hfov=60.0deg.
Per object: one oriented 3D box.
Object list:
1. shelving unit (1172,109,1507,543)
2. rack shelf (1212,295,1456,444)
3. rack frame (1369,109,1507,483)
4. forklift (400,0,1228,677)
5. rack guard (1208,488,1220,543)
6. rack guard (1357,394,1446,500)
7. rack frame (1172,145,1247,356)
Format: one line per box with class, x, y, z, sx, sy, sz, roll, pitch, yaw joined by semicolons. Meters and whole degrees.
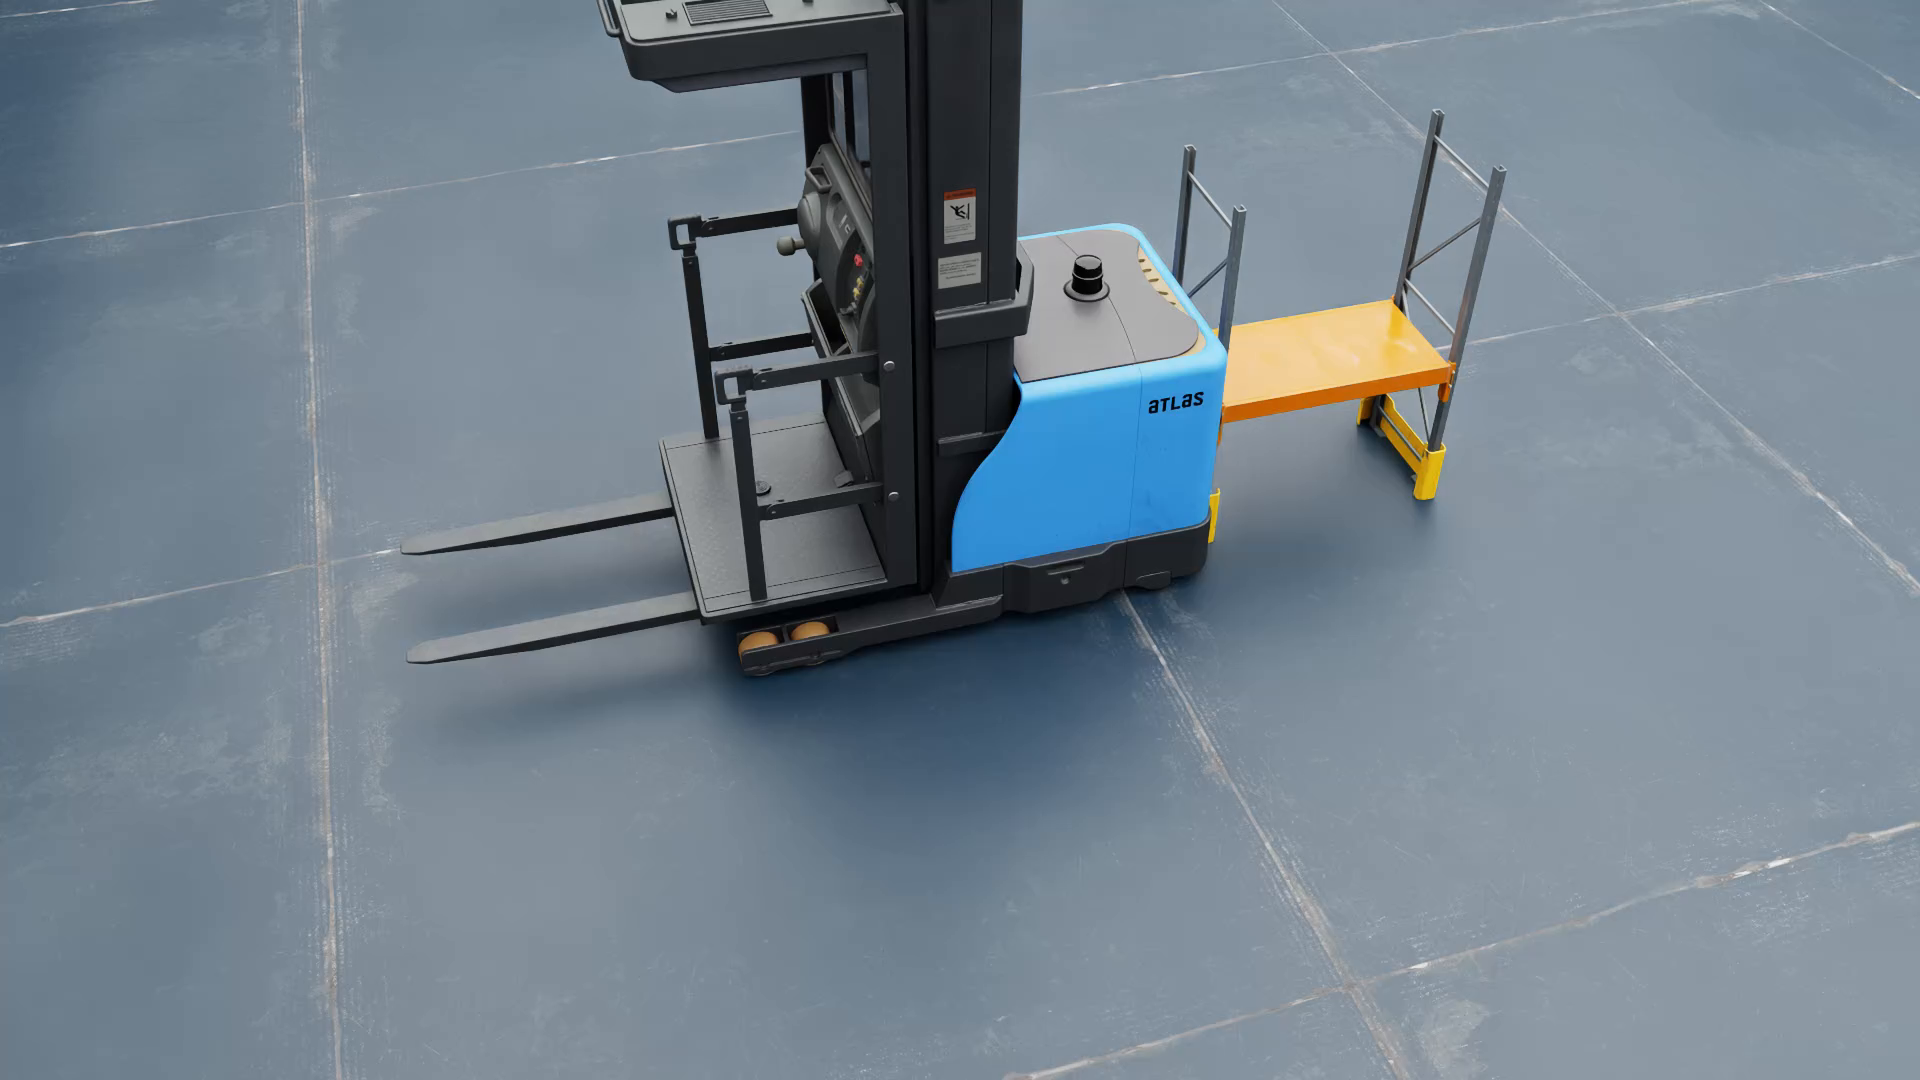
shelving unit;1.392;-0.828;6.558;1.083;1.500;0.587;-11;42;-12
rack shelf;1.401;-0.694;6.678;1.000;0.185;0.538;-11;42;-12
rack frame;1.888;-0.923;6.667;0.032;1.500;0.500;-11;42;-12
forklift;-0.606;-0.988;5.654;3.031;2.935;1.130;-11;42;-12
rack guard;0.914;-0.265;6.863;0.087;0.250;0.587;-11;42;-12
rack guard;1.870;-0.449;7.074;0.087;0.250;0.587;-11;42;-12
rack frame;0.913;-0.736;6.452;0.032;1.500;0.500;-11;42;-12
